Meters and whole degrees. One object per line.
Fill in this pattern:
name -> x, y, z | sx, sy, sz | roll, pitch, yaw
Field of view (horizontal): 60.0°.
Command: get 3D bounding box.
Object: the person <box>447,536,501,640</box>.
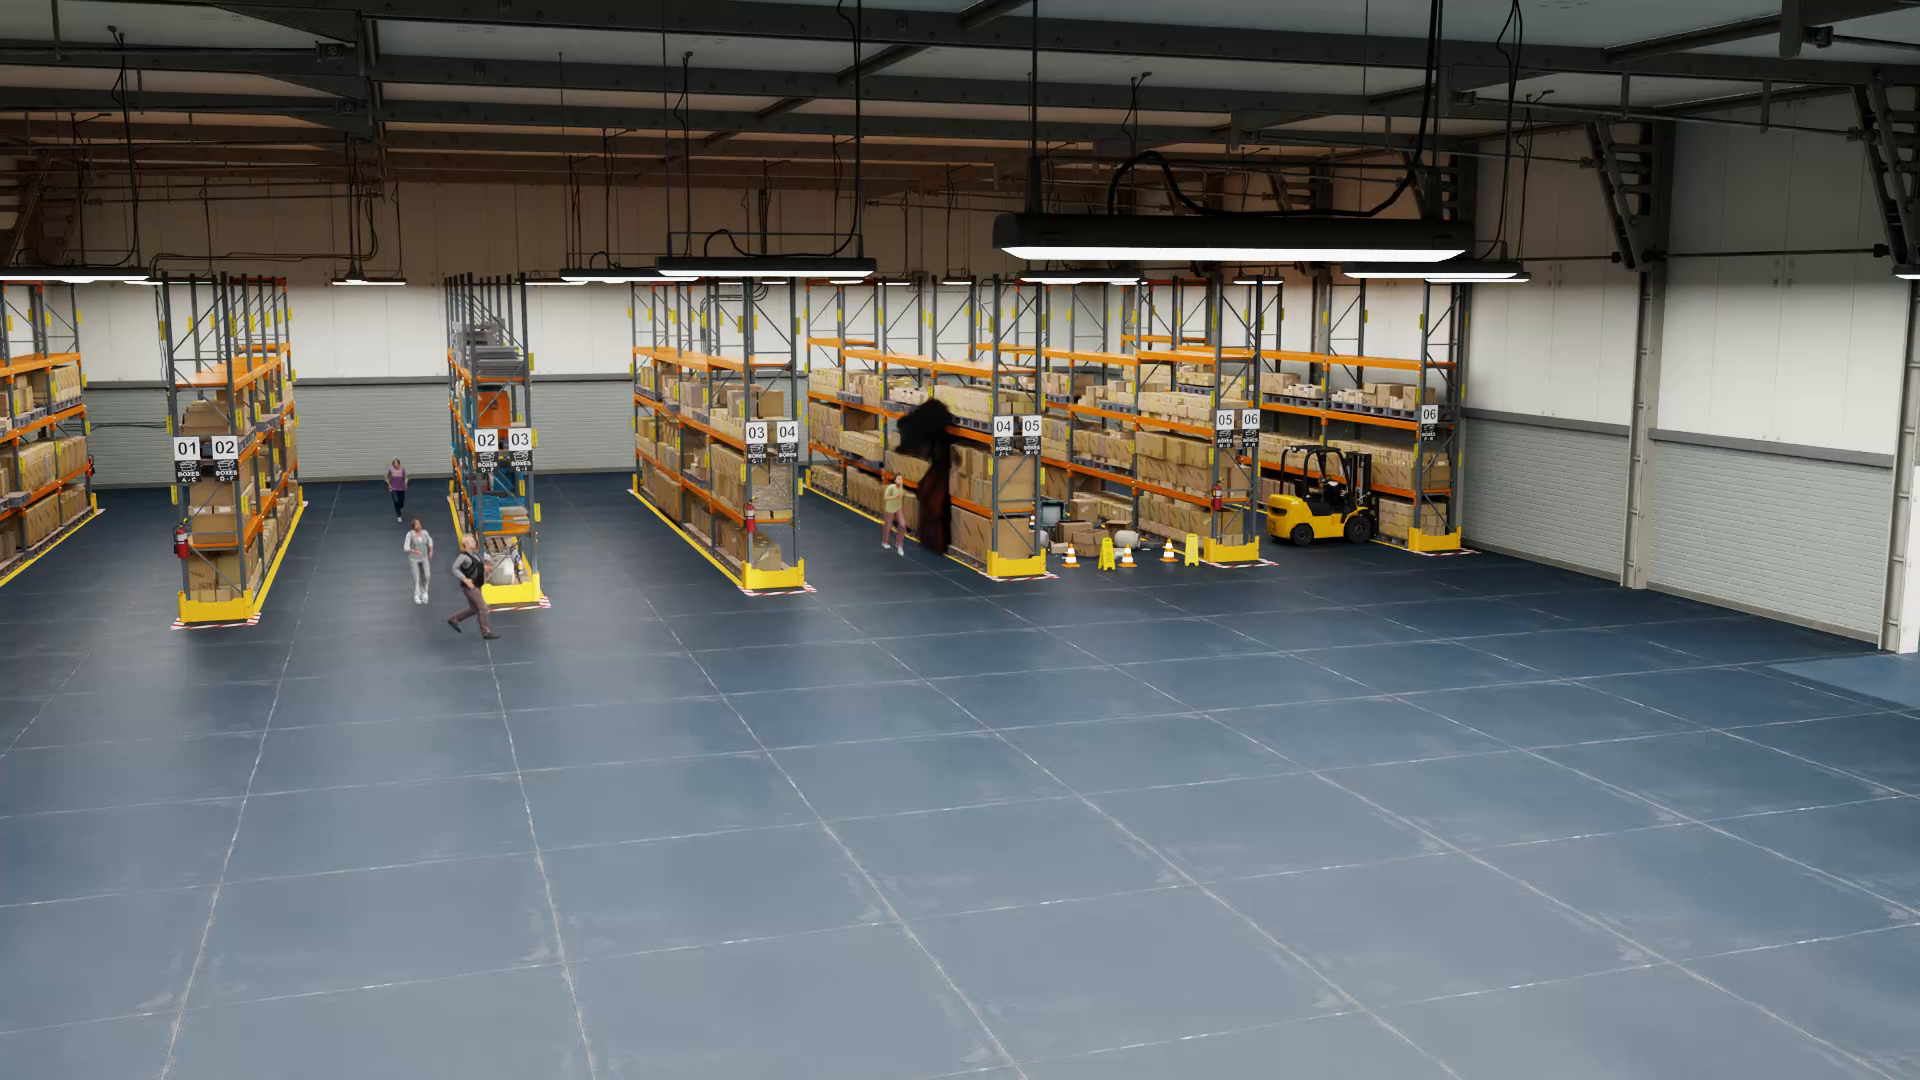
person -> -7.999, 0.778, 27.224 | 0.935, 1.699, 0.665 | 0, 9, 2

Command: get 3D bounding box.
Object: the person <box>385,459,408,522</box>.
person -> -13.979, -1.254, 41.299 | 0.525, 1.561, 0.681 | -3, 9, -21

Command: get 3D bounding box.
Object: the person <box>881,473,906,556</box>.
person -> -1.394, -0.554, 34.543 | 0.570, 1.713, 0.847 | -5, 10, -31

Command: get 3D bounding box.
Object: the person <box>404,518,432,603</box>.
person -> -9.831, 0.384, 30.292 | 0.558, 1.584, 0.629 | -5, 10, -32

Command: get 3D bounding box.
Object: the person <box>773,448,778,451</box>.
person -> -5.216, -2.454, 48.631 | 0.759, 1.703, 0.675 | 5, 10, 31
